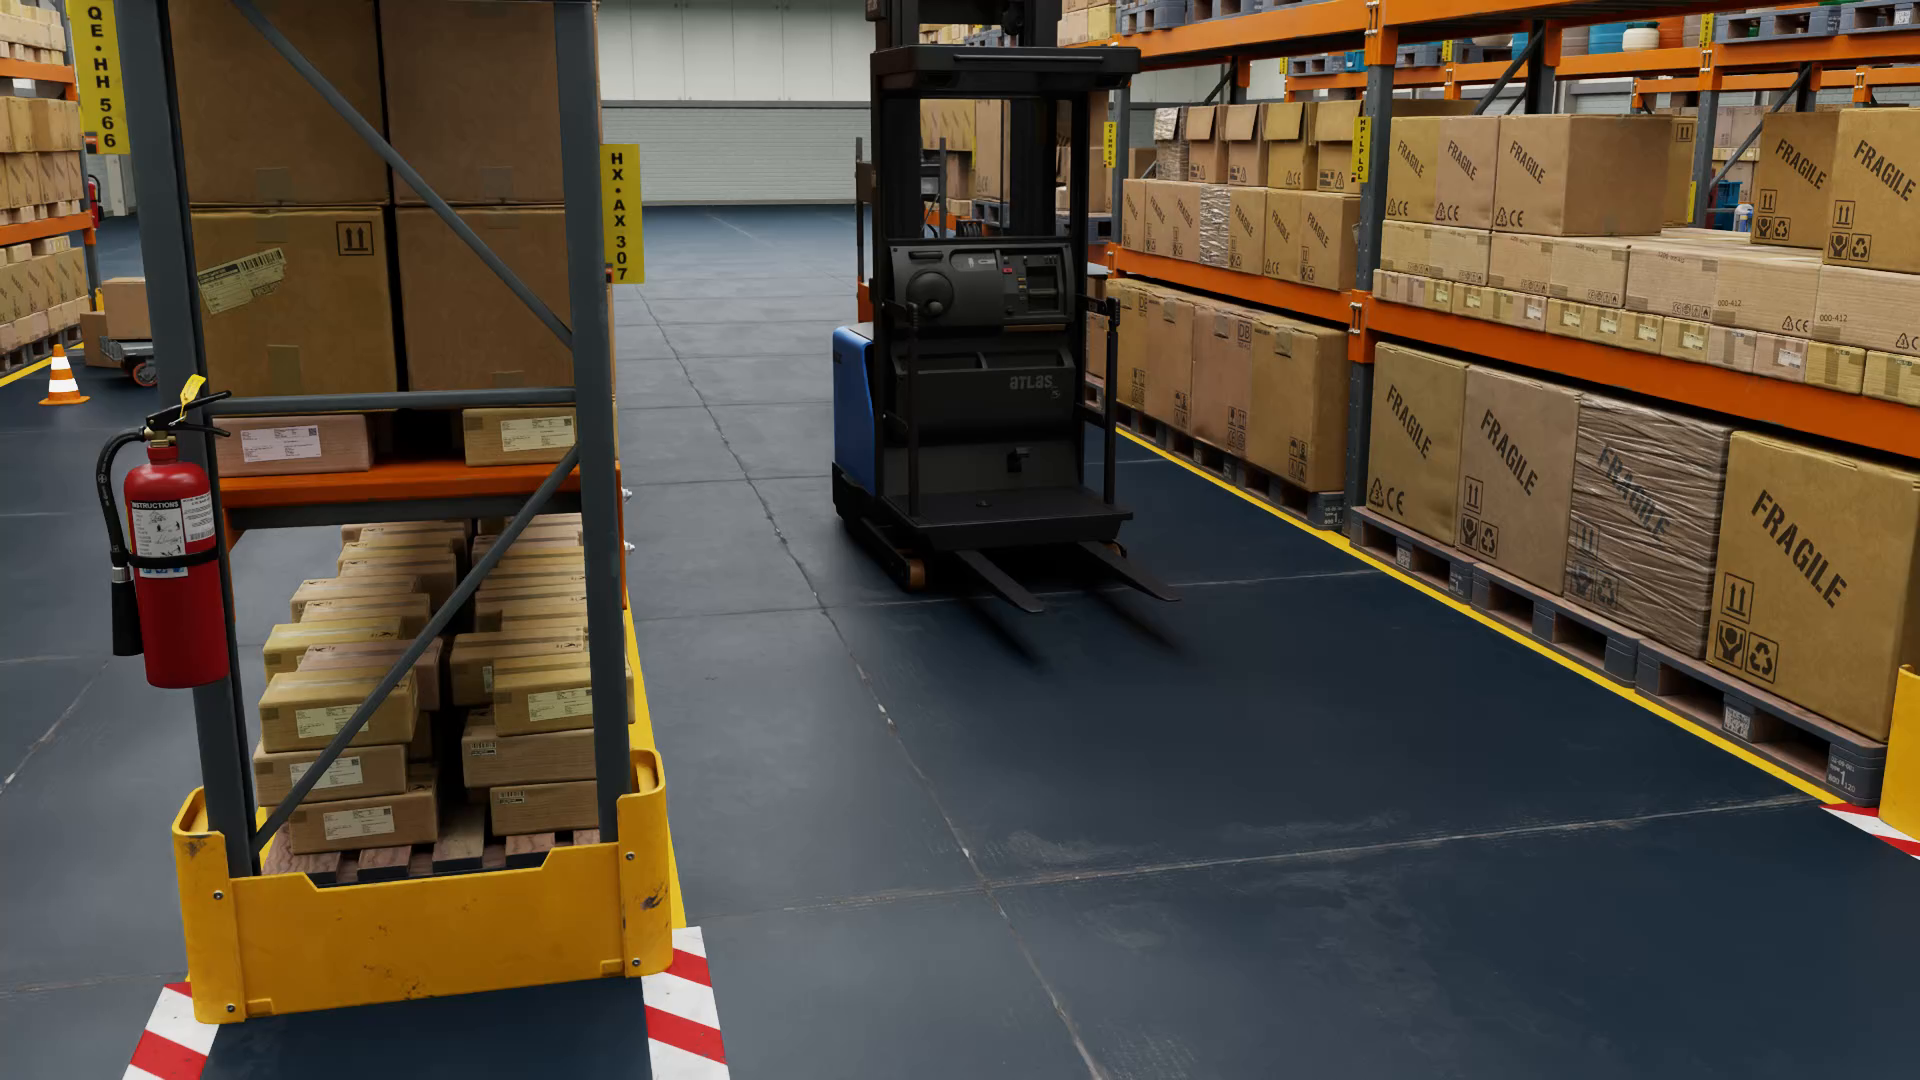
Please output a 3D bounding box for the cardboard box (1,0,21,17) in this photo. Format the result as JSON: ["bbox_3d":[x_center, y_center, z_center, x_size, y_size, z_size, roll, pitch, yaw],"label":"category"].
[{"bbox_3d":[-9.119,-5.023,15.695,0.380,0.149,0.250,-3,14,-12],"label":"cardboard box"}]

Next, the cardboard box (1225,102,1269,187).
[{"bbox_3d":[2.103,-2.482,10.442,0.797,0.503,0.637,-3,14,-11],"label":"cardboard box"}]

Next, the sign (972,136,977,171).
[{"bbox_3d":[0.168,-3.732,16.058,0.100,0.325,0.005,-3,14,-13],"label":"sign"}]

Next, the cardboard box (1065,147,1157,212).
[{"bbox_3d":[1.239,-2.919,13.458,0.700,0.500,0.500,-1,14,-5],"label":"cardboard box"}]

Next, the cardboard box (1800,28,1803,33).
[{"bbox_3d":[10.059,-6.061,19.698,0.797,0.503,0.637,-2,14,-7],"label":"cardboard box"}]

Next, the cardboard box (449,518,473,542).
[{"bbox_3d":[-2.195,-0.081,6.805,0.380,0.149,0.250,-4,14,-15],"label":"cardboard box"}]

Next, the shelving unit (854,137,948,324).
[{"bbox_3d":[-0.343,-1.281,9.746,0.431,2.100,0.503,-4,14,-16],"label":"shelving unit"}]

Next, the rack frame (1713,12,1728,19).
[{"bbox_3d":[6.447,-5.611,12.933,1.000,3.000,0.127,-3,14,-13],"label":"rack frame"}]

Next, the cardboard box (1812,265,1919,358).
[{"bbox_3d":[3.140,-0.744,5.341,0.500,0.250,0.500,-4,14,-14],"label":"cardboard box"}]

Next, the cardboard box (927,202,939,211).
[{"bbox_3d":[-0.153,-3.714,18.337,0.380,0.149,0.250,-3,14,-13],"label":"cardboard box"}]

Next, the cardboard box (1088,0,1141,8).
[{"bbox_3d":[1.278,-4.265,12.481,0.500,0.500,0.500,-3,14,-12],"label":"cardboard box"}]

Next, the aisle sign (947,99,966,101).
[{"bbox_3d":[0.031,-5.560,19.888,0.394,0.787,0.004,-3,14,-13],"label":"aisle sign"}]

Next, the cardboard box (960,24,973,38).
[{"bbox_3d":[0.219,-5.100,16.638,0.380,0.149,0.250,-4,14,-16],"label":"cardboard box"}]

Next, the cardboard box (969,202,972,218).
[{"bbox_3d":[0.308,-3.313,16.696,0.380,0.149,0.250,-3,14,-13],"label":"cardboard box"}]

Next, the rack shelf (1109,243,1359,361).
[{"bbox_3d":[2.103,-1.610,10.712,1.077,0.370,4.000,-3,14,-13],"label":"rack shelf"}]

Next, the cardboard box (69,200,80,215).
[{"bbox_3d":[-9.416,-3.465,17.320,0.380,0.149,0.250,-3,14,-14],"label":"cardboard box"}]

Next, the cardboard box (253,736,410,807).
[{"bbox_3d":[-1.735,0.609,4.611,0.380,0.149,0.250,-4,14,-15],"label":"cardboard box"}]

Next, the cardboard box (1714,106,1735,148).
[{"bbox_3d":[9.742,-5.138,20.695,0.700,0.500,0.500,-3,14,-13],"label":"cardboard box"}]

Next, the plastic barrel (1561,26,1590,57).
[{"bbox_3d":[5.992,-5.064,15.958,0.600,0.901,0.600,0,14,0],"label":"plastic barrel"}]

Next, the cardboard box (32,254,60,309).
[{"bbox_3d":[-9.200,-2.539,16.329,0.500,0.500,0.500,-4,14,-15],"label":"cardboard box"}]

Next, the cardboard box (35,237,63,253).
[{"bbox_3d":[-9.230,-2.952,16.652,0.380,0.149,0.250,-3,14,-12],"label":"cardboard box"}]

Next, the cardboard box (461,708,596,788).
[{"bbox_3d":[-1.207,0.579,4.731,0.380,0.149,0.250,-3,14,-11],"label":"cardboard box"}]

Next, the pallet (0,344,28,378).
[{"bbox_3d":[-9.131,-1.589,14.988,1.003,0.211,1.213,-3,14,-13],"label":"pallet"}]

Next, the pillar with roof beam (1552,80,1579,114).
[{"bbox_3d":[8.201,-10.424,32.633,9.100,9.000,0.400,-3,14,-13],"label":"pillar with roof beam"}]

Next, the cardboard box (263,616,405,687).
[{"bbox_3d":[-1.891,0.348,5.051,0.380,0.149,0.250,-4,14,-14],"label":"cardboard box"}]

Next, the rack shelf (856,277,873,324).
[{"bbox_3d":[-0.343,-1.268,9.749,0.431,0.518,0.480,-4,14,-16],"label":"rack shelf"}]

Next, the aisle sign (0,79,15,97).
[{"bbox_3d":[-10.195,-4.974,17.487,0.394,0.787,0.004,-3,14,-13],"label":"aisle sign"}]

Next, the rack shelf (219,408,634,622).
[{"bbox_3d":[-1.803,-0.434,5.899,1.077,0.370,4.000,-3,14,-13],"label":"rack shelf"}]

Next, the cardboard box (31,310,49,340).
[{"bbox_3d":[-9.079,-2.055,15.928,0.500,0.250,0.500,-3,14,-14],"label":"cardboard box"}]

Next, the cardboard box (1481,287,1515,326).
[{"bbox_3d":[2.566,-1.048,7.427,0.380,0.149,0.250,-3,14,-14],"label":"cardboard box"}]

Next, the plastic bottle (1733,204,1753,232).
[{"bbox_3d":[6.235,-2.519,13.177,0.152,0.276,0.135,-3,14,-13],"label":"plastic bottle"}]

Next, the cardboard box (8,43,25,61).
[{"bbox_3d":[-9.119,-4.630,15.769,0.380,0.149,0.250,-3,14,-14],"label":"cardboard box"}]

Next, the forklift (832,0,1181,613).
[{"bbox_3d":[0.179,-1.249,7.999,1.129,2.867,3.031,-4,14,-16],"label":"forklift"}]

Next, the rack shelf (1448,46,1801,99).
[{"bbox_3d":[5.978,-4.266,15.263,1.077,0.370,4.000,-3,14,-13],"label":"rack shelf"}]

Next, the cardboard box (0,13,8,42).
[{"bbox_3d":[-9.012,-4.671,15.096,0.500,0.250,0.500,-3,14,-13],"label":"cardboard box"}]

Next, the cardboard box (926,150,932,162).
[{"bbox_3d":[0.091,-4.222,19.052,0.875,0.500,0.500,-3,14,-13],"label":"cardboard box"}]

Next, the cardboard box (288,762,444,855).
[{"bbox_3d":[-1.659,0.749,4.663,0.380,0.149,0.250,-3,14,-12],"label":"cardboard box"}]

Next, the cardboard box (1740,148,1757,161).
[{"bbox_3d":[9.690,-4.663,20.117,0.380,0.149,0.250,-3,14,-11],"label":"cardboard box"}]

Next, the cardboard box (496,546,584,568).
[{"bbox_3d":[-1.454,0.128,5.953,0.380,0.149,0.250,-3,14,-12],"label":"cardboard box"}]

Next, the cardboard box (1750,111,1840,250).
[{"bbox_3d":[3.417,-1.371,6.329,0.500,0.500,0.500,-4,14,-15],"label":"cardboard box"}]

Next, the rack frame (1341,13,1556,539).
[{"bbox_3d":[2.572,-1.498,8.738,1.000,3.000,0.127,-3,14,-13],"label":"rack frame"}]

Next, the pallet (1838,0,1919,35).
[{"bbox_3d":[6.838,-3.576,11.323,1.003,0.211,1.213,-3,14,-13],"label":"pallet"}]

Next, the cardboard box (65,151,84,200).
[{"bbox_3d":[-9.483,-3.797,17.311,0.500,0.500,0.500,-4,14,-14],"label":"cardboard box"}]

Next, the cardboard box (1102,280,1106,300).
[{"bbox_3d":[1.446,-1.937,13.296,0.500,0.250,0.500,-3,14,-11],"label":"cardboard box"}]

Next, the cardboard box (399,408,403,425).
[{"bbox_3d":[-1.780,-0.376,4.675,0.380,0.149,0.250,-3,14,-14],"label":"cardboard box"}]

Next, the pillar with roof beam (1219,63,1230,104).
[{"bbox_3d":[3.973,-14.576,49.629,9.100,9.000,0.400,-3,14,-13],"label":"pillar with roof beam"}]

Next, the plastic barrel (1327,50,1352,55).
[{"bbox_3d":[4.806,-6.307,20.312,0.600,0.830,0.708,-3,14,-13],"label":"plastic barrel"}]

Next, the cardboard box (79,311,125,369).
[{"bbox_3d":[-7.868,-1.901,15.650,0.500,0.500,0.500,7,15,26],"label":"cardboard box"}]

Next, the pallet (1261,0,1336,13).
[{"bbox_3d":[2.309,-3.071,9.259,0.805,0.209,1.217,-4,14,-15],"label":"pallet"}]

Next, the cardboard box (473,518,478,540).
[{"bbox_3d":[-2.260,0.001,7.099,0.380,0.149,0.250,-3,14,-14],"label":"cardboard box"}]

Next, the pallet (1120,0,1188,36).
[{"bbox_3d":[1.836,-3.641,11.586,1.213,0.211,1.003,-3,14,-11],"label":"pallet"}]

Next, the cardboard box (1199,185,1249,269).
[{"bbox_3d":[1.845,-1.990,10.540,0.500,0.500,0.500,-3,14,-13],"label":"cardboard box"}]

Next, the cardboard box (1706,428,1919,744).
[{"bbox_3d":[3.284,0.110,5.749,0.875,0.875,0.875,-3,14,-13],"label":"cardboard box"}]

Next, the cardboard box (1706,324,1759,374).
[{"bbox_3d":[2.930,-0.693,5.971,0.380,0.149,0.250,-3,14,-12],"label":"cardboard box"}]
